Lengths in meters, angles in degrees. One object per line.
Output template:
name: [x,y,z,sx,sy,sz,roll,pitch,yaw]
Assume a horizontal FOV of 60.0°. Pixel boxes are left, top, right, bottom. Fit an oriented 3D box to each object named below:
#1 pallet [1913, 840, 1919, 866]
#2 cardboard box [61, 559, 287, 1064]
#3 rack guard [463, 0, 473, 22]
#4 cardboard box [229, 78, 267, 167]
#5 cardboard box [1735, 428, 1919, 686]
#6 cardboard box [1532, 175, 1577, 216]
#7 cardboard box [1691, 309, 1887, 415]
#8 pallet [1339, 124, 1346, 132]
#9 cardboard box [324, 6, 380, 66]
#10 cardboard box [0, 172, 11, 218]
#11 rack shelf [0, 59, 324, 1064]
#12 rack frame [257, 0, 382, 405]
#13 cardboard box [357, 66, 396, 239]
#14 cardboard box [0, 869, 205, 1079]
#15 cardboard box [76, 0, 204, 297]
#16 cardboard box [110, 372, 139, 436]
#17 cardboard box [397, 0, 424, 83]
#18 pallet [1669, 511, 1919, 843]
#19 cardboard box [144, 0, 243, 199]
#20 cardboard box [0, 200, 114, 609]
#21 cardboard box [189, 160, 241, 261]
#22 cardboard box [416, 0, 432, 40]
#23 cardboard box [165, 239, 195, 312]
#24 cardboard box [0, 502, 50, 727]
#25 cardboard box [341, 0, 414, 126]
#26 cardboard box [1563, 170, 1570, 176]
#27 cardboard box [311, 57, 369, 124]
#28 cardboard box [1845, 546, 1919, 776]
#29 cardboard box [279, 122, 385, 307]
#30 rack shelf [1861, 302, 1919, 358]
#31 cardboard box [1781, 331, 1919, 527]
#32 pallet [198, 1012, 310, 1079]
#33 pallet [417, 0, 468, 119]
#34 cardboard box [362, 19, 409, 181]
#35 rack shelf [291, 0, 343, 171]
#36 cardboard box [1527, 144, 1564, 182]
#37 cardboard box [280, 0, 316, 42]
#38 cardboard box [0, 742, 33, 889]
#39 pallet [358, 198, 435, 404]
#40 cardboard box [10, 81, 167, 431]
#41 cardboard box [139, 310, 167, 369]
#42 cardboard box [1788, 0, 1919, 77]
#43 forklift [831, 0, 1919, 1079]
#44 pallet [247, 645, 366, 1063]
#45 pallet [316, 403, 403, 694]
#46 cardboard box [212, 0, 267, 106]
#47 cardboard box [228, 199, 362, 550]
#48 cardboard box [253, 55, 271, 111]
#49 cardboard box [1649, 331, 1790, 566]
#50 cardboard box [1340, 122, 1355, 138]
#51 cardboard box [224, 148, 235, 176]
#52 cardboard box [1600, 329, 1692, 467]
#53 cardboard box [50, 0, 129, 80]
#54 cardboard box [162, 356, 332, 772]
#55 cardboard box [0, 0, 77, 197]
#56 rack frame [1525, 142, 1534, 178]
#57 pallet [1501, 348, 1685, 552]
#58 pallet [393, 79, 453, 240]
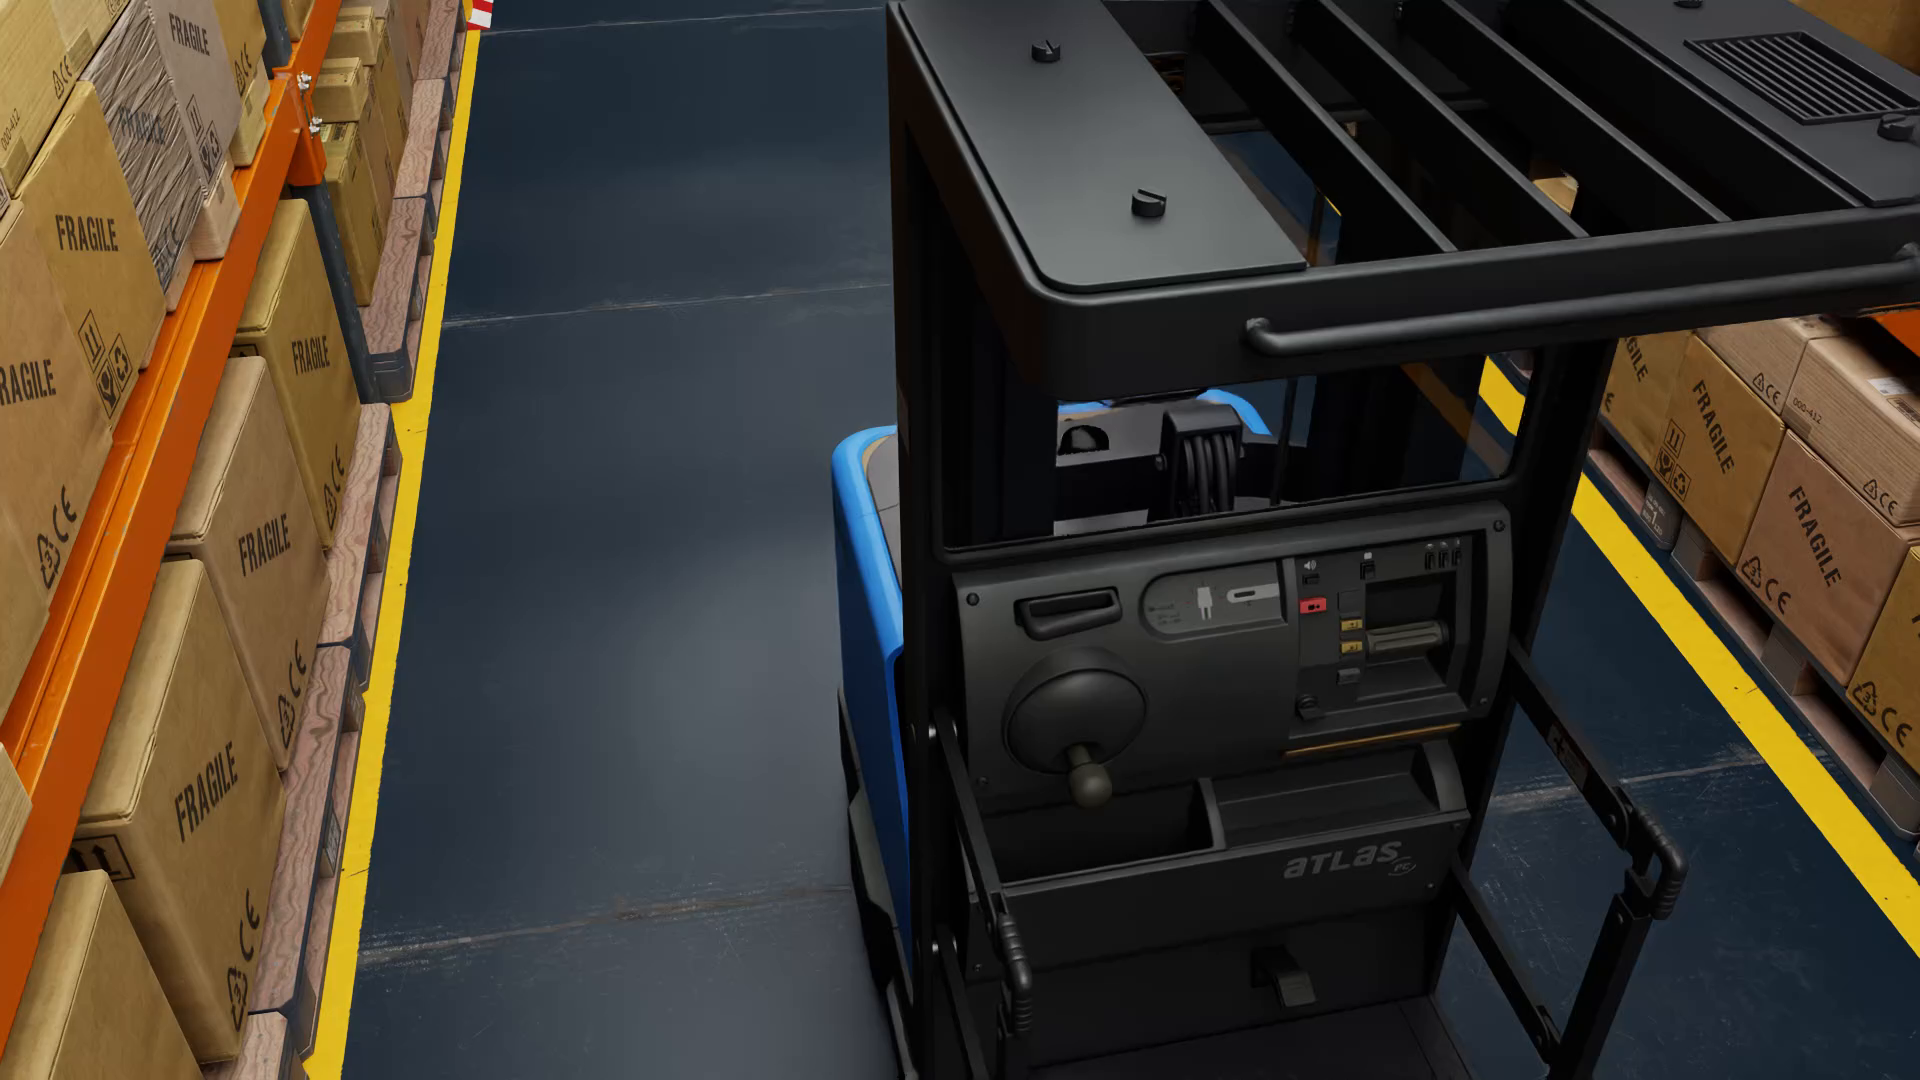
pallet: [3.006,1.013,3.774,1.003,0.211,1.213,-6,38,-8]
cardboard box: [-1.924,0.597,3.446,0.750,0.750,0.750,-6,38,-8]
rack guard: [-3.183,-2.957,8.649,1.175,0.500,0.348,-6,38,-8]
cardboard box: [-2.072,-1.099,4.408,0.380,0.149,0.250,-6,38,-7]
cardboard box: [2.516,0.012,4.468,0.500,0.500,0.500,-8,38,-10]
cardboard box: [2.243,-0.917,5.664,0.500,0.500,0.500,-8,39,-10]
cardboard box: [2.419,-0.609,4.657,0.500,0.250,0.500,-6,38,-8]
pallet: [2.062,-2.101,7.782,1.003,0.211,1.213,-6,38,-8]
cardboard box: [-2.480,-1.953,6.485,0.380,0.149,0.250,-7,38,-9]
cardboard box: [-1.789,-0.487,2.480,0.500,0.250,0.500,-6,38,-8]
rack shelf: [-2.127,-0.022,3.419,1.077,0.370,4.000,-6,38,-8]
rack frame: [-2.478,-1.514,4.754,1.000,3.000,0.127,-6,38,-8]
cardboard box: [-2.593,-1.459,6.378,0.700,0.500,0.500,-7,38,-8]
cardboard box: [-1.776,1.127,2.764,0.750,0.750,0.750,-7,38,-9]
cardboard box: [-1.970,-0.816,3.515,0.500,0.500,0.500,-6,38,-8]
cardboard box: [-1.925,-0.315,3.399,0.380,0.149,0.250,-5,38,-7]
cardboard box: [-2.870,-2.394,7.582,0.700,0.500,0.500,-6,38,-8]
pallet: [2.796,0.278,4.720,1.003,0.211,1.213,-6,38,-8]
cardboard box: [-2.049,-1.120,3.906,0.500,0.500,0.500,-6,38,-8]
cardboard box: [-1.778,-0.201,2.723,0.500,0.500,0.500,-6,38,-8]
cardboard box: [-1.967,-0.784,4.003,0.380,0.149,0.250,-6,38,-8]
cardboard box: [-2.958,-2.696,7.971,0.700,0.500,0.500,-6,38,-8]
cardboard box: [-1.990,-0.630,3.804,0.380,0.149,0.250,-6,38,-8]
cardboard box: [-1.692,0.099,2.337,0.500,0.500,0.500,-5,38,-6]
cardboard box: [-2.781,-2.091,7.191,0.700,0.500,0.500,-7,38,-9]
cardboard box: [2.538,-1.438,6.488,0.500,0.311,0.500,-6,38,-8]
cardboard box: [-2.388,-1.638,6.080,0.380,0.149,0.250,-5,38,-6]
cardboard box: [2.614,0.328,4.061,0.500,0.500,0.500,-8,38,-10]
cardboard box: [-2.508,-1.155,5.987,0.700,0.500,0.500,-6,38,-7]
rack shelf: [2.749,-0.557,4.108,1.077,0.370,4.000,-6,38,-8]
cardboard box: [2.507,-0.306,4.267,0.500,0.250,0.500,-7,38,-9]
pallet: [-1.841,1.519,3.123,1.003,0.211,1.213,-6,38,-8]
pallet: [-2.962,-2.354,8.108,1.003,0.211,1.213,-6,38,-8]
cardboard box: [-2.681,-1.769,6.778,0.700,0.500,0.500,-5,38,-7]
rack shelf: [-2.828,-2.438,6.529,1.077,0.370,4.000,-6,38,-8]
cardboard box: [2.019,-1.549,6.478,0.500,0.500,0.500,-6,38,-8]
cardboard box: [-2.557,-1.962,5.086,0.980,0.700,0.700,-6,38,-7]
cardboard box: [-1.605,0.447,2.418,0.380,0.149,0.250,-5,38,-7]
pallet: [-2.534,-0.880,6.211,1.003,0.211,1.213,-6,38,-8]
cardboard box: [-1.877,-0.514,3.127,0.500,0.500,0.500,-5,38,-7]
cardboard box: [-1.960,-0.477,3.607,0.380,0.149,0.250,-7,38,-9]
cardboard box: [2.444,-1.535,4.358,0.700,0.500,0.500,-1,38,-1]
forklift: [0.502,0.259,2.528,1.130,2.935,3.031,-8,38,-10]
pallet: [-2.051,0.784,4.069,1.003,0.211,1.213,-6,38,-8]
pallet: [-2.268,0.045,5.020,1.003,0.211,1.213,-6,38,-8]
cardboard box: [-2.149,-1.427,4.301,0.500,0.500,0.500,-7,38,-9]
cardboard box: [-2.236,-0.452,4.797,0.750,0.750,0.750,-6,38,-7]
cardboard box: [-2.140,-1.249,4.601,0.380,0.149,0.250,-6,38,-8]
cardboard box: [2.428,-0.293,4.862,0.500,0.500,0.500,-6,38,-7]
cardboard box: [1.888,-1.927,7.119,0.500,0.311,0.500,-6,38,-8]
cardboard box: [-2.071,-0.938,4.200,0.380,0.149,0.250,-5,38,-7]
cardboard box: [2.348,-0.596,5.251,0.500,0.500,0.500,-6,38,-7]
cardboard box: [-1.974,-1.102,3.272,0.500,0.250,0.500,-6,38,-7]
cardboard box: [-2.077,0.084,4.106,0.750,0.750,0.750,-5,38,-7]
cardboard box: [-1.884,-0.795,2.876,0.500,0.250,0.500,-7,38,-9]
rack frame: [2.399,-2.049,5.442,1.000,3.000,0.127,-6,38,-8]
pallet: [2.578,-0.460,5.671,1.003,0.211,1.213,-6,38,-8]
pallet: [-2.751,-1.619,7.162,1.003,0.211,1.213,-6,38,-8]
